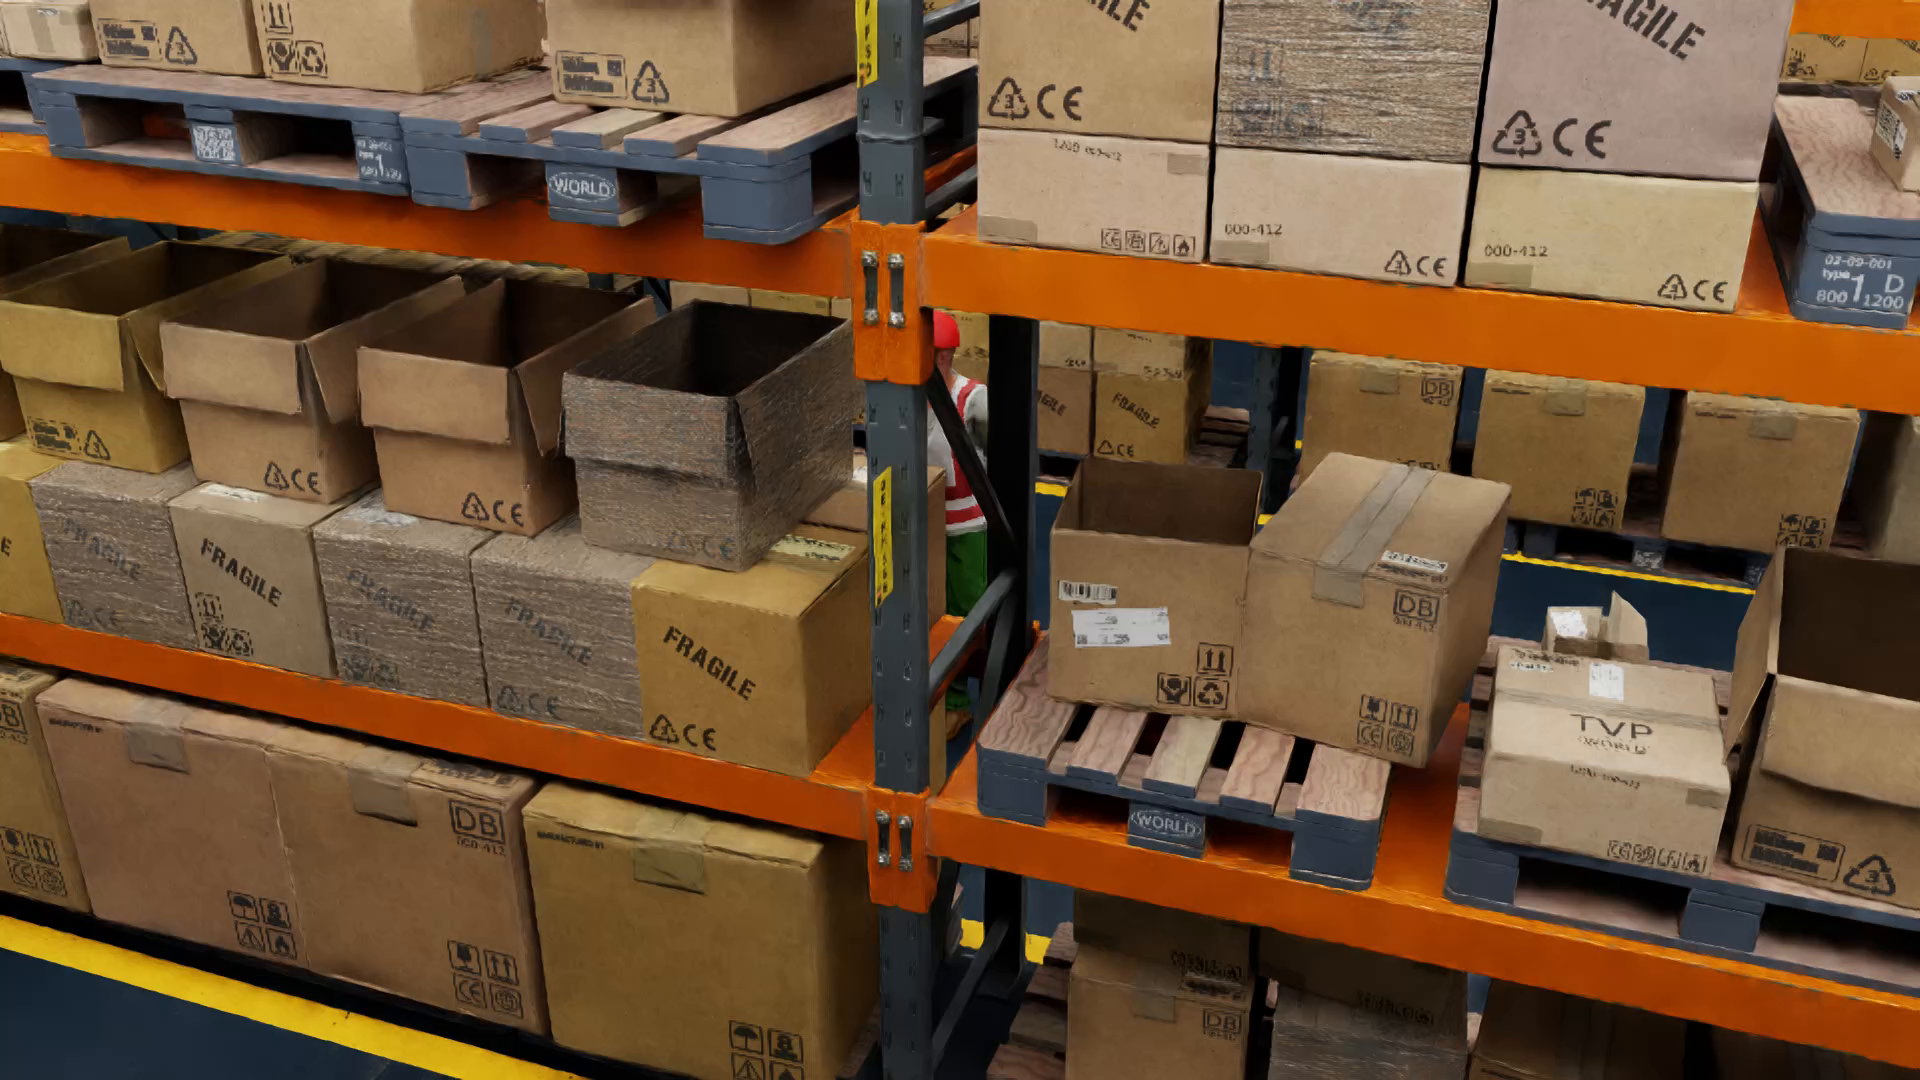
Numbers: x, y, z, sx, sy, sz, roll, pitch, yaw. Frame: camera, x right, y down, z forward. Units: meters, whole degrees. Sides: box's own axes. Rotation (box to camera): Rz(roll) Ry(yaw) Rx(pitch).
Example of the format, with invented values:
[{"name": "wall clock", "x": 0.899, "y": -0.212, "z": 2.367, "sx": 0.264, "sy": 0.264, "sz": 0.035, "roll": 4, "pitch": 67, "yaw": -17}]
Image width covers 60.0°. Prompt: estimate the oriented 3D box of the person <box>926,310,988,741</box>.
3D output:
[{"name": "person", "x": -0.059, "y": -0.037, "z": 6.755, "sx": 0.638, "sy": 1.785, "sz": 0.475, "roll": 13, "pitch": 28, "yaw": 25}]
